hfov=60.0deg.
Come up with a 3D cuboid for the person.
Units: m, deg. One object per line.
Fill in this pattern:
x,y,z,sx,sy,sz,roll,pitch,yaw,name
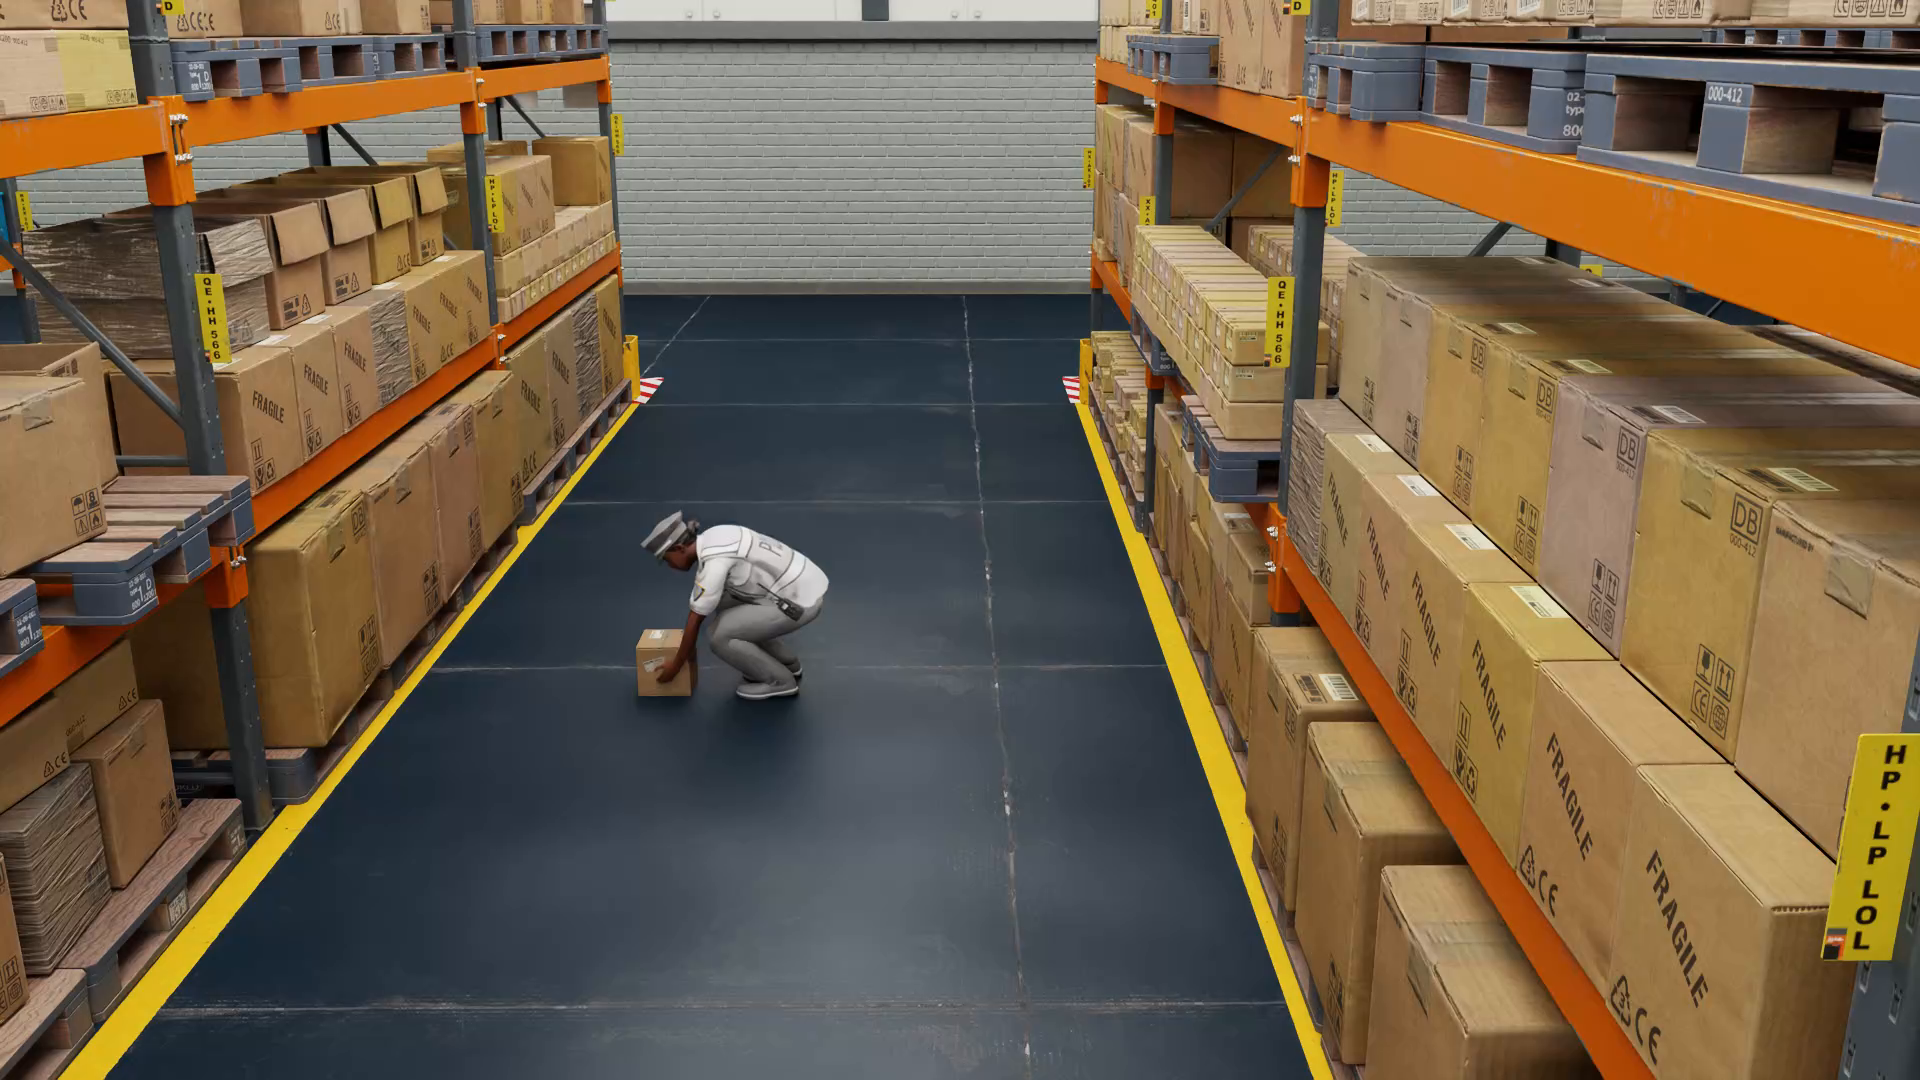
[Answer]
-1.062,0.293,7.919,0.866,0.891,0.481,0,17,-1,person
